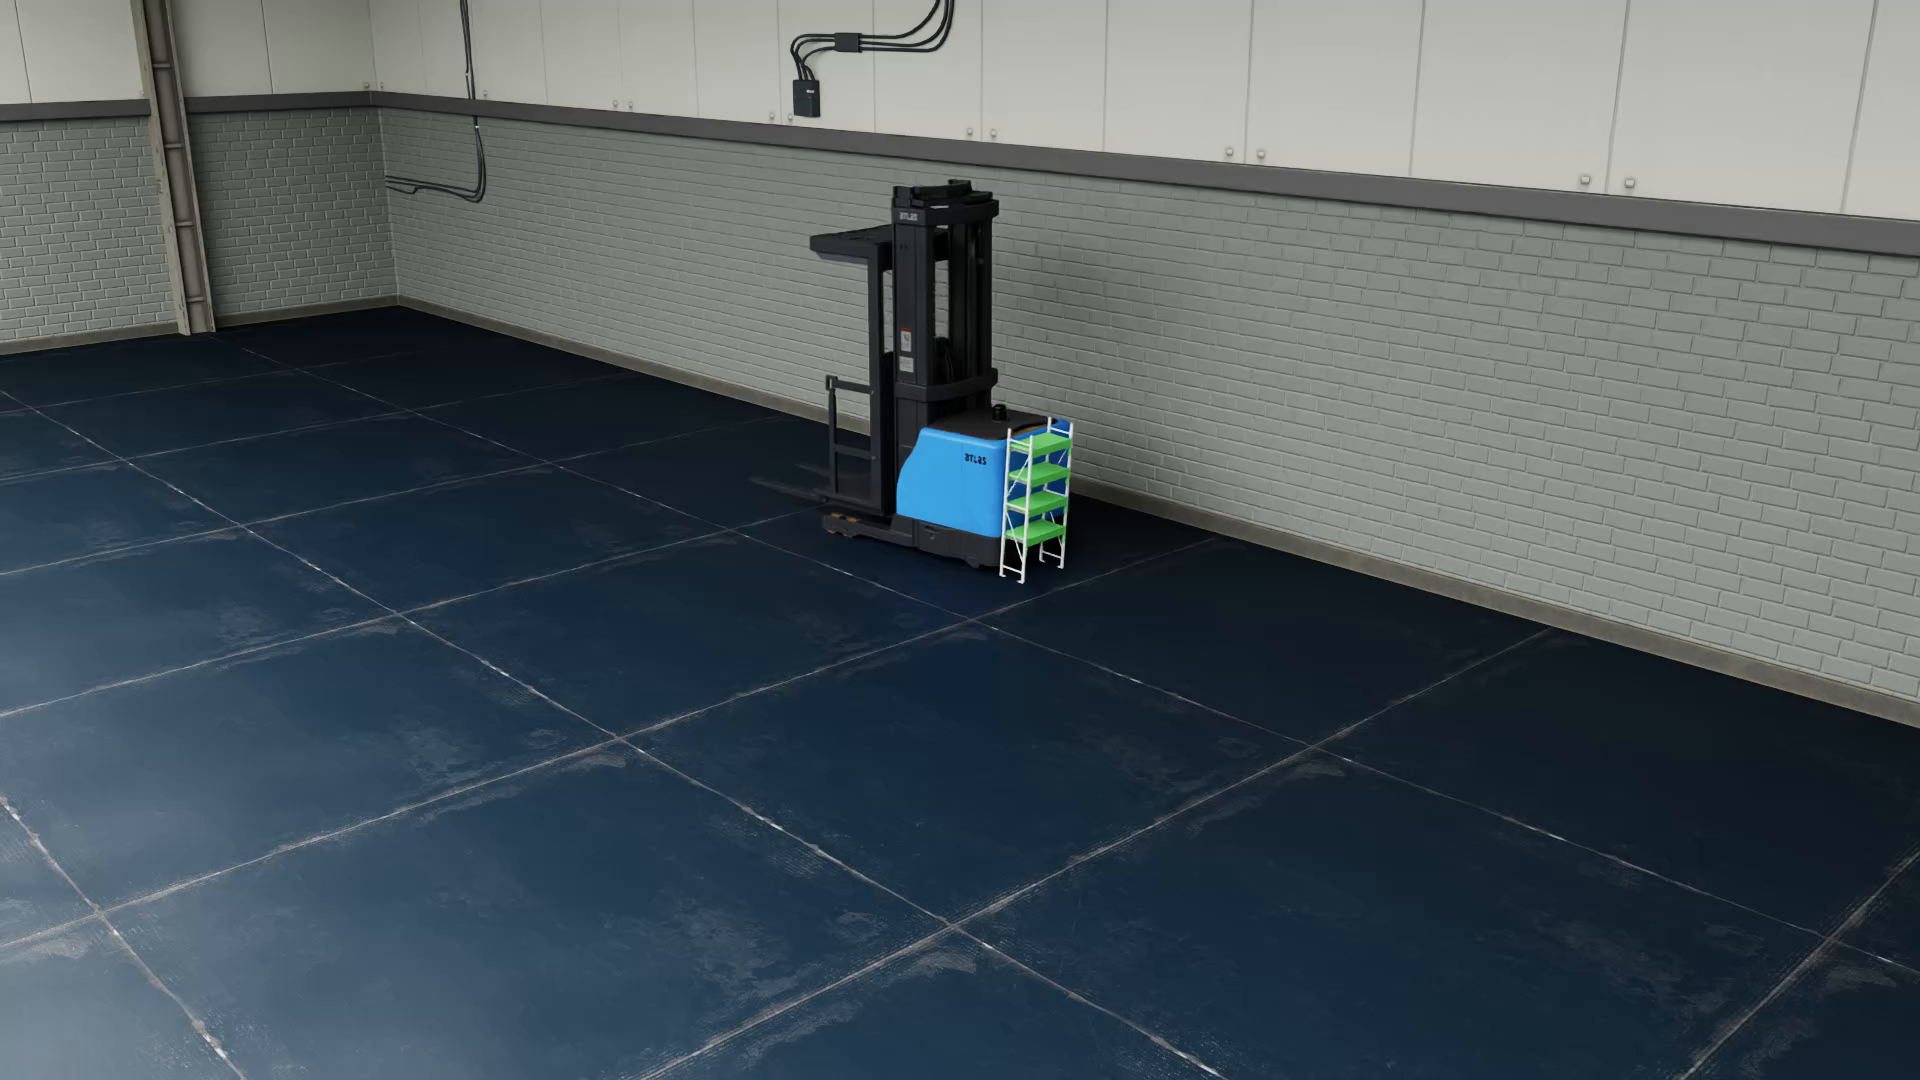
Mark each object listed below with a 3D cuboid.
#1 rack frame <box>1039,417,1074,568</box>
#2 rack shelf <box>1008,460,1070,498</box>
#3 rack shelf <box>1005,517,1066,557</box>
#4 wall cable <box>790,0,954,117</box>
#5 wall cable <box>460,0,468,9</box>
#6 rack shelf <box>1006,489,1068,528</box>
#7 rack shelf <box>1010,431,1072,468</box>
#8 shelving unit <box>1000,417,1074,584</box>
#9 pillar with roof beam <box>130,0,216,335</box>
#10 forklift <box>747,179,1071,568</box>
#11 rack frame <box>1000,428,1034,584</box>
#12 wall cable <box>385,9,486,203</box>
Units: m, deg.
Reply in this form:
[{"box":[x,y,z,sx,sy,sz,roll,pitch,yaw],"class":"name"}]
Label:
[{"box":[0.759,-0.367,13.147,0.240,1.200,0.015,19,26,38],"class":"rack frame"},{"box":[0.604,-0.476,12.913,0.258,0.148,0.480,19,26,38],"class":"rack shelf"},{"box":[0.583,-0.027,13.080,0.258,0.148,0.480,19,26,38],"class":"rack shelf"},{"box":[-0.883,-6.944,15.298,0.169,6.003,2.305,-16,24,-41],"class":"wall cable"},{"box":[-5.535,-7.776,20.225,0.112,2.526,3.097,-16,24,-41],"class":"wall cable"},{"box":[0.594,-0.251,12.997,0.258,0.148,0.480,19,26,38],"class":"rack shelf"},{"box":[0.615,-0.701,12.830,0.258,0.148,0.480,19,26,38],"class":"rack shelf"},{"box":[0.596,-0.311,12.975,0.258,1.200,0.503,19,26,38],"class":"shelving unit"},{"box":[-7.485,-6.165,18.408,0.400,9.000,9.100,-16,24,-41],"class":"pillar with roof beam"},{"box":[-0.543,-1.523,13.929,3.031,2.935,1.130,14,23,37],"class":"forklift"},{"box":[0.434,-0.255,12.802,0.240,1.200,0.015,19,26,38],"class":"rack frame"},{"box":[-7.394,-5.980,22.873,0.112,2.526,3.097,-16,24,-41],"class":"wall cable"}]
